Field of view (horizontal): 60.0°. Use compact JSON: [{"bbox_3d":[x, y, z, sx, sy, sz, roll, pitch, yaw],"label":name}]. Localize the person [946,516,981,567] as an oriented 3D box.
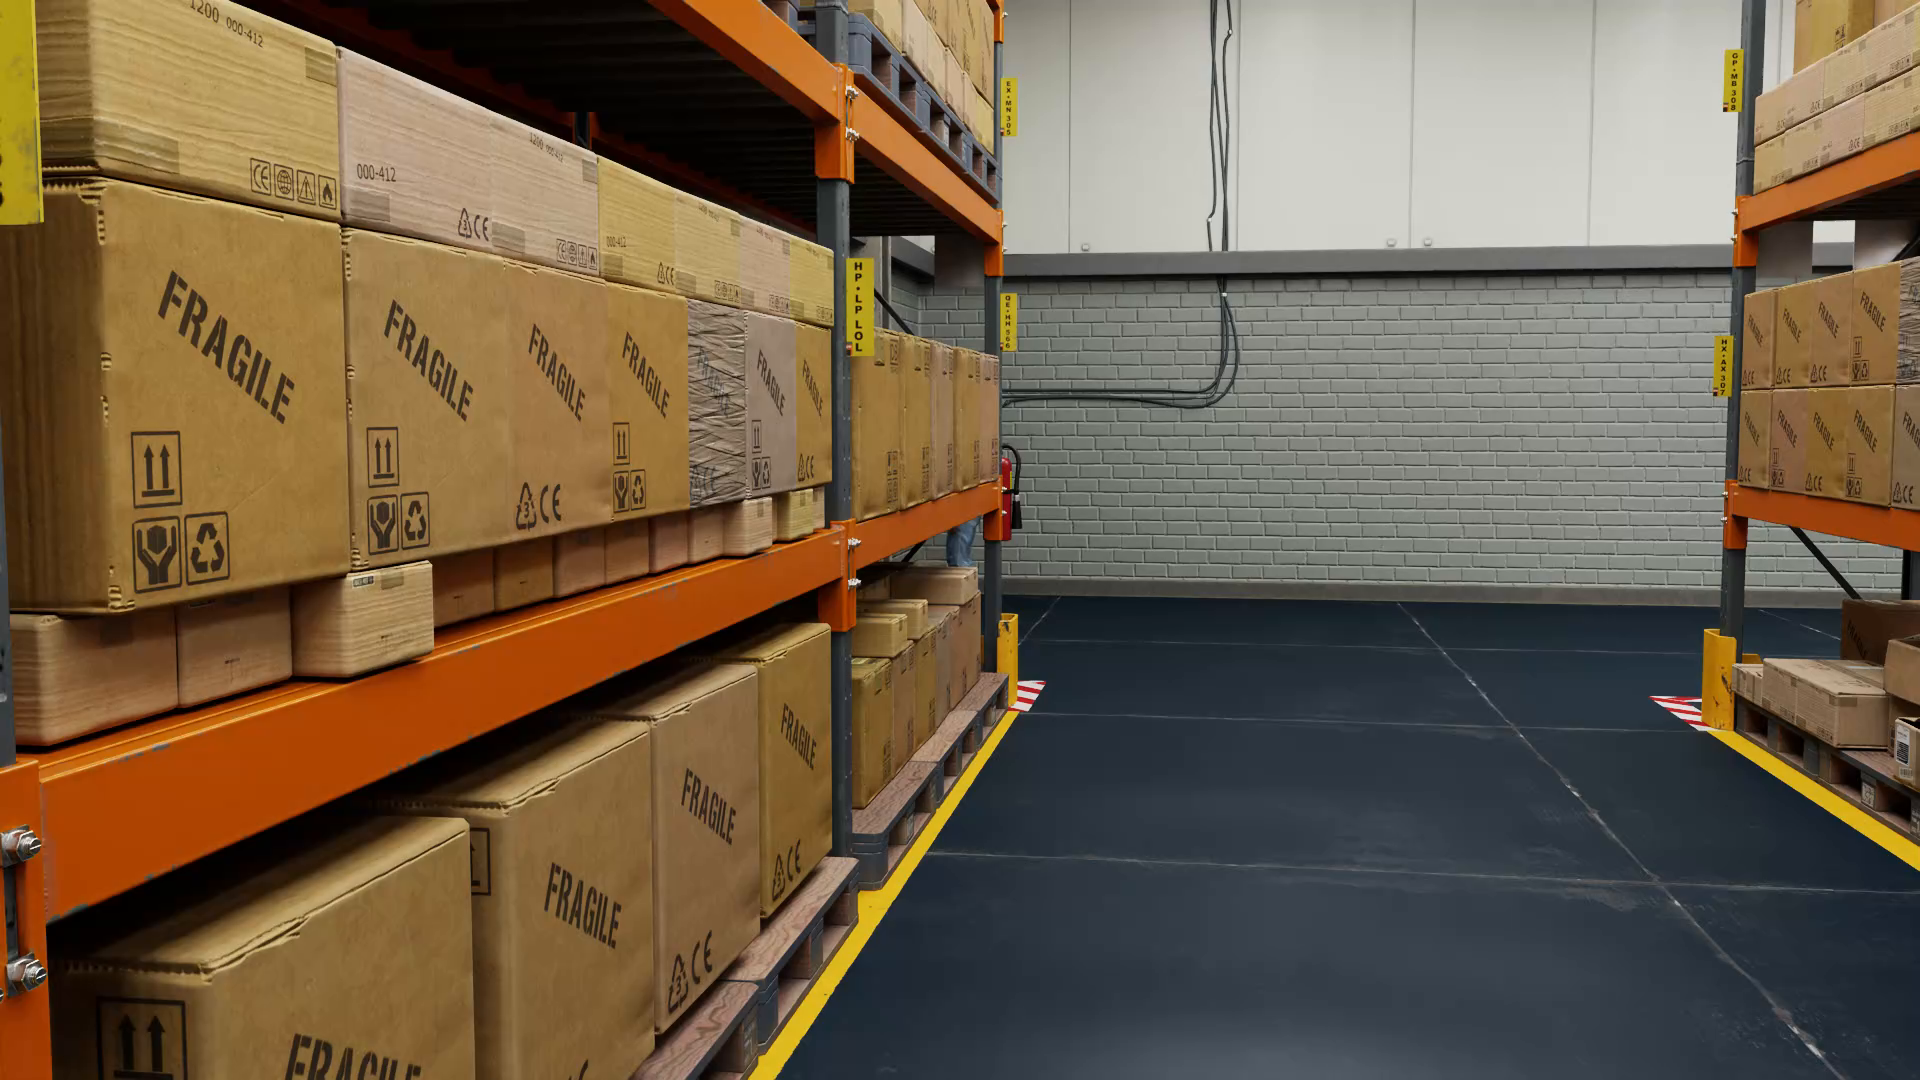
[{"bbox_3d":[-0.001,-0.235,13.568,0.460,1.759,0.630,0,4,5],"label":"person"}]
